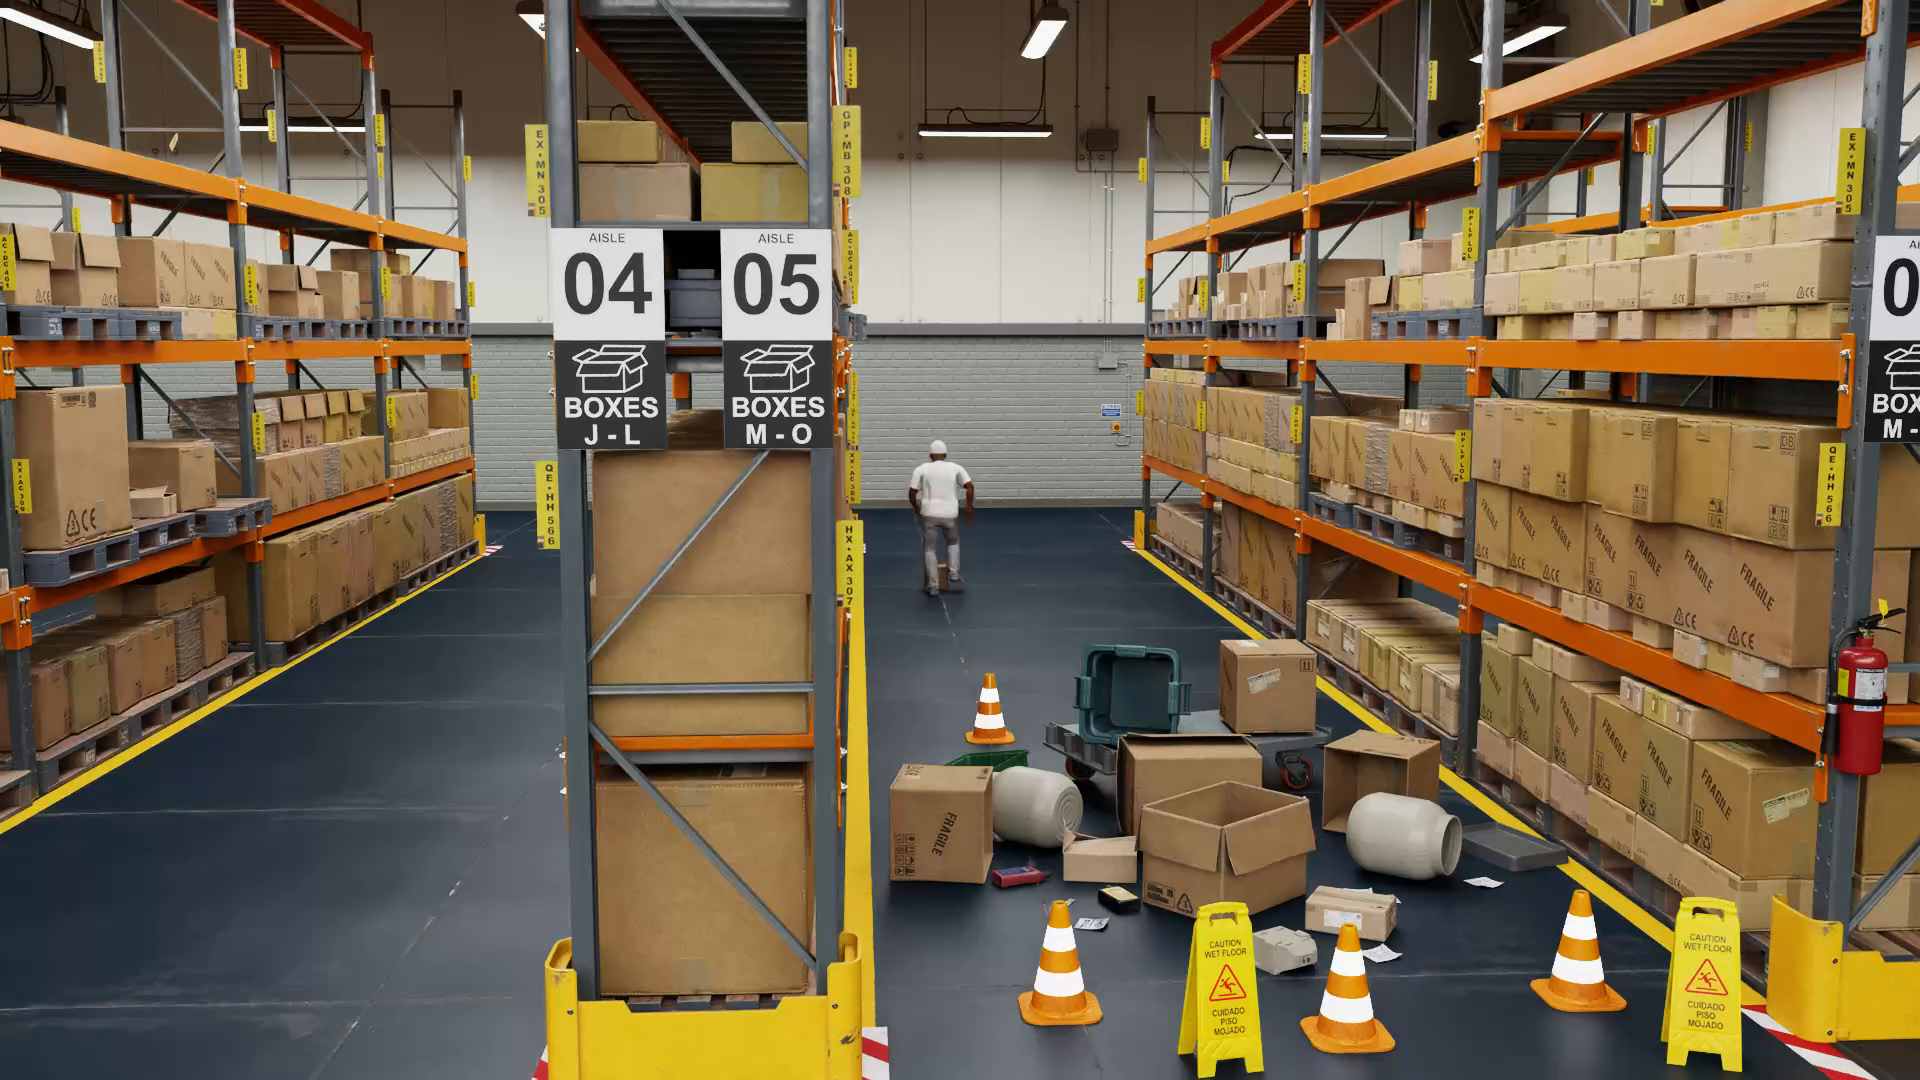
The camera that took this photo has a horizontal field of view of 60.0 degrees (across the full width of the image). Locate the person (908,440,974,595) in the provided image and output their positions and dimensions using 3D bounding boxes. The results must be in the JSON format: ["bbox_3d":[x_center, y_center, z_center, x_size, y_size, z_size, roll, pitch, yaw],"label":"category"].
[{"bbox_3d":[-0.215,-0.267,18.700,0.726,1.687,0.670,-1,7,-8],"label":"person"}]
